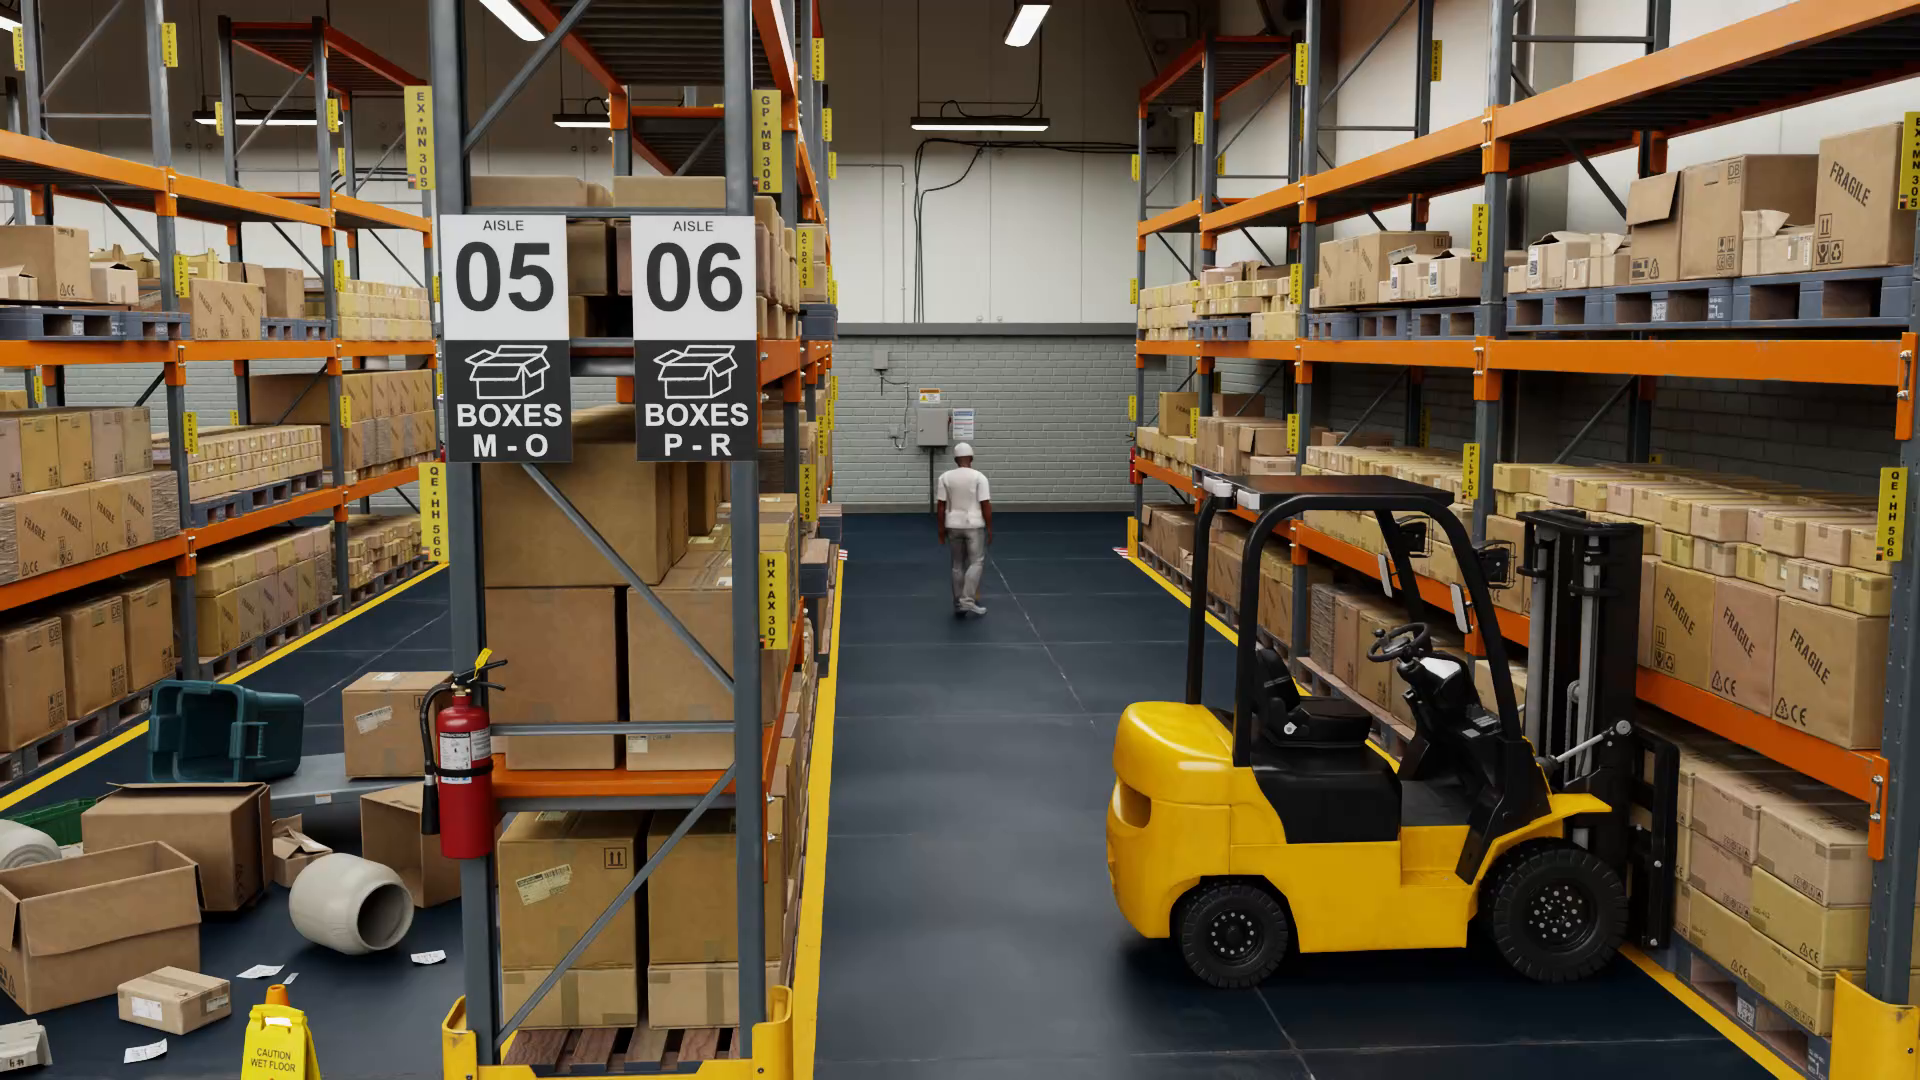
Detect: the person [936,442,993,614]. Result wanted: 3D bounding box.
[{"bbox_3d":[0.044,-0.117,17.100,0.579,1.771,0.599,3,7,22],"label":"person"}]
